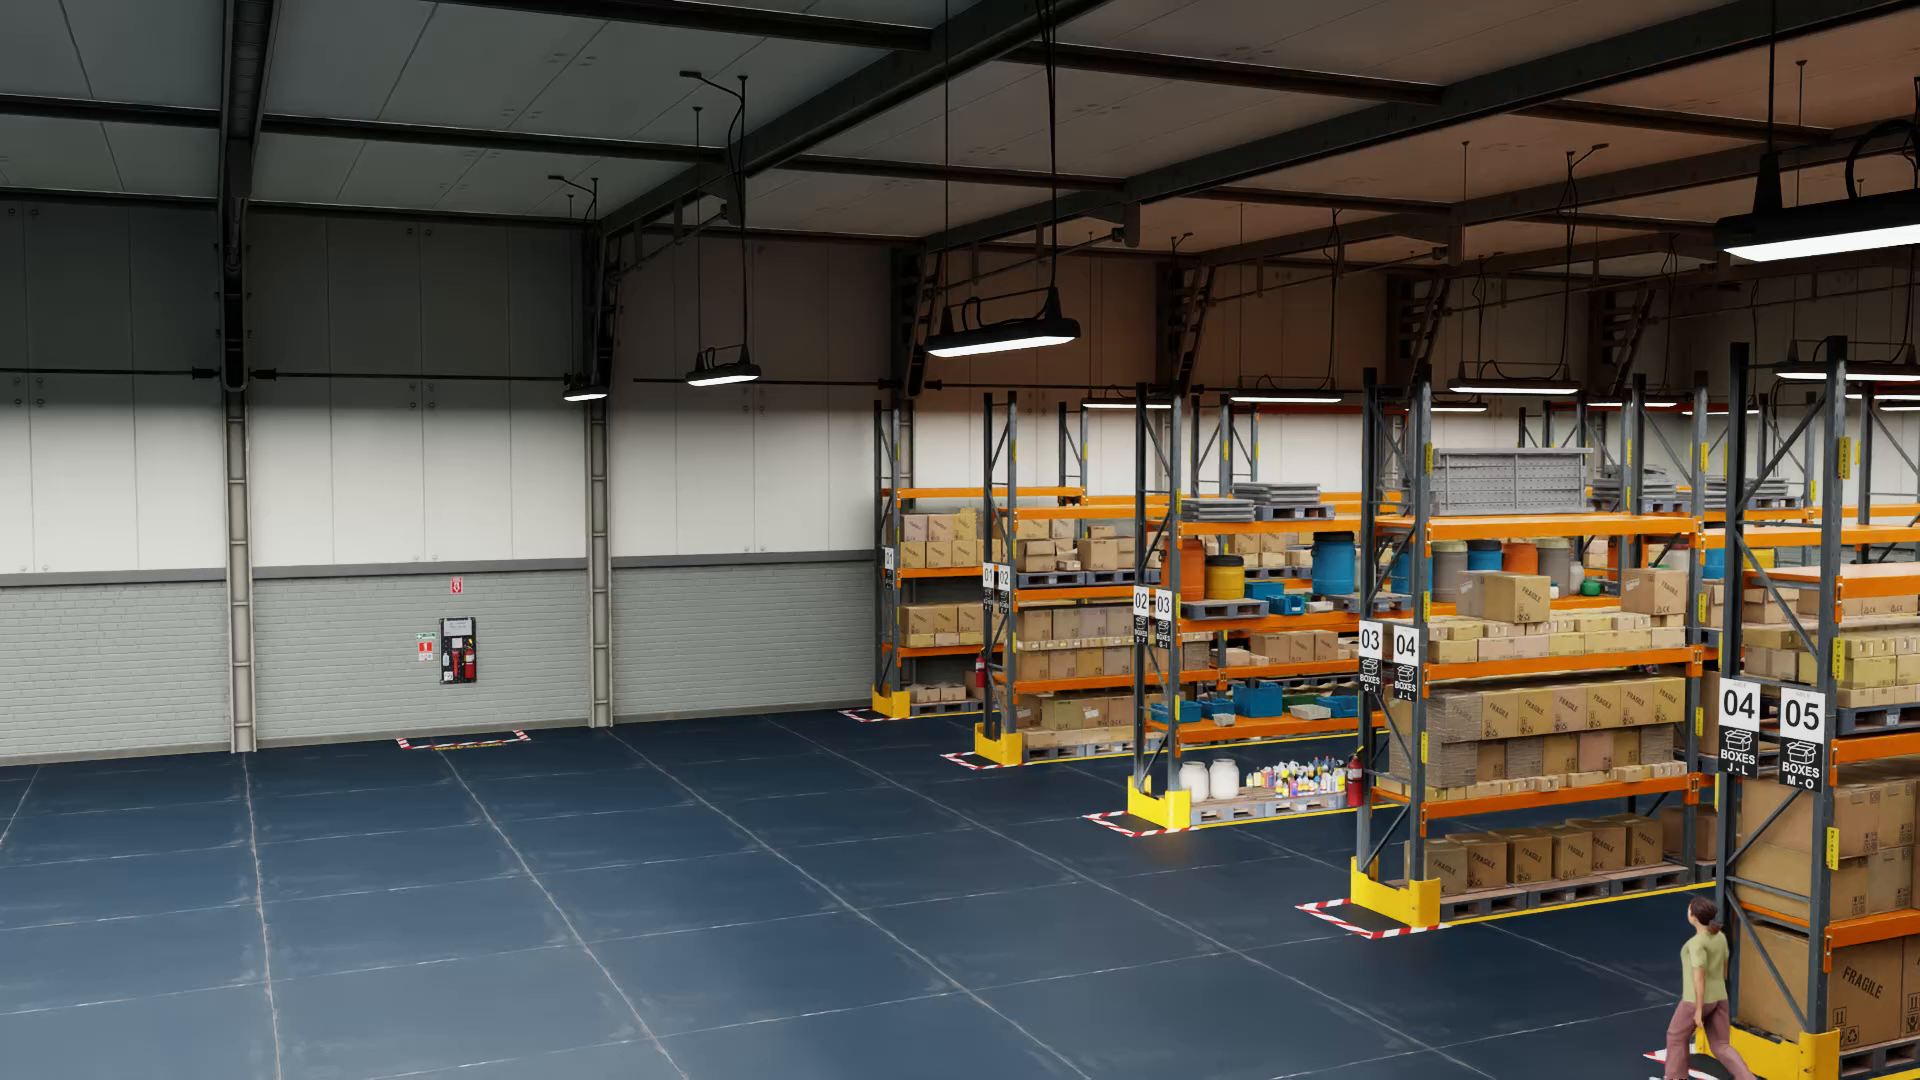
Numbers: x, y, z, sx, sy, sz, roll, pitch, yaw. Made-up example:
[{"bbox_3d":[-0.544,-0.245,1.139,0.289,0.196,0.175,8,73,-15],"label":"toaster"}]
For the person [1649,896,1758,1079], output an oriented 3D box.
[{"bbox_3d":[5.827,3.587,12.891,0.458,1.634,0.967,-2,4,-29],"label":"person"}]
